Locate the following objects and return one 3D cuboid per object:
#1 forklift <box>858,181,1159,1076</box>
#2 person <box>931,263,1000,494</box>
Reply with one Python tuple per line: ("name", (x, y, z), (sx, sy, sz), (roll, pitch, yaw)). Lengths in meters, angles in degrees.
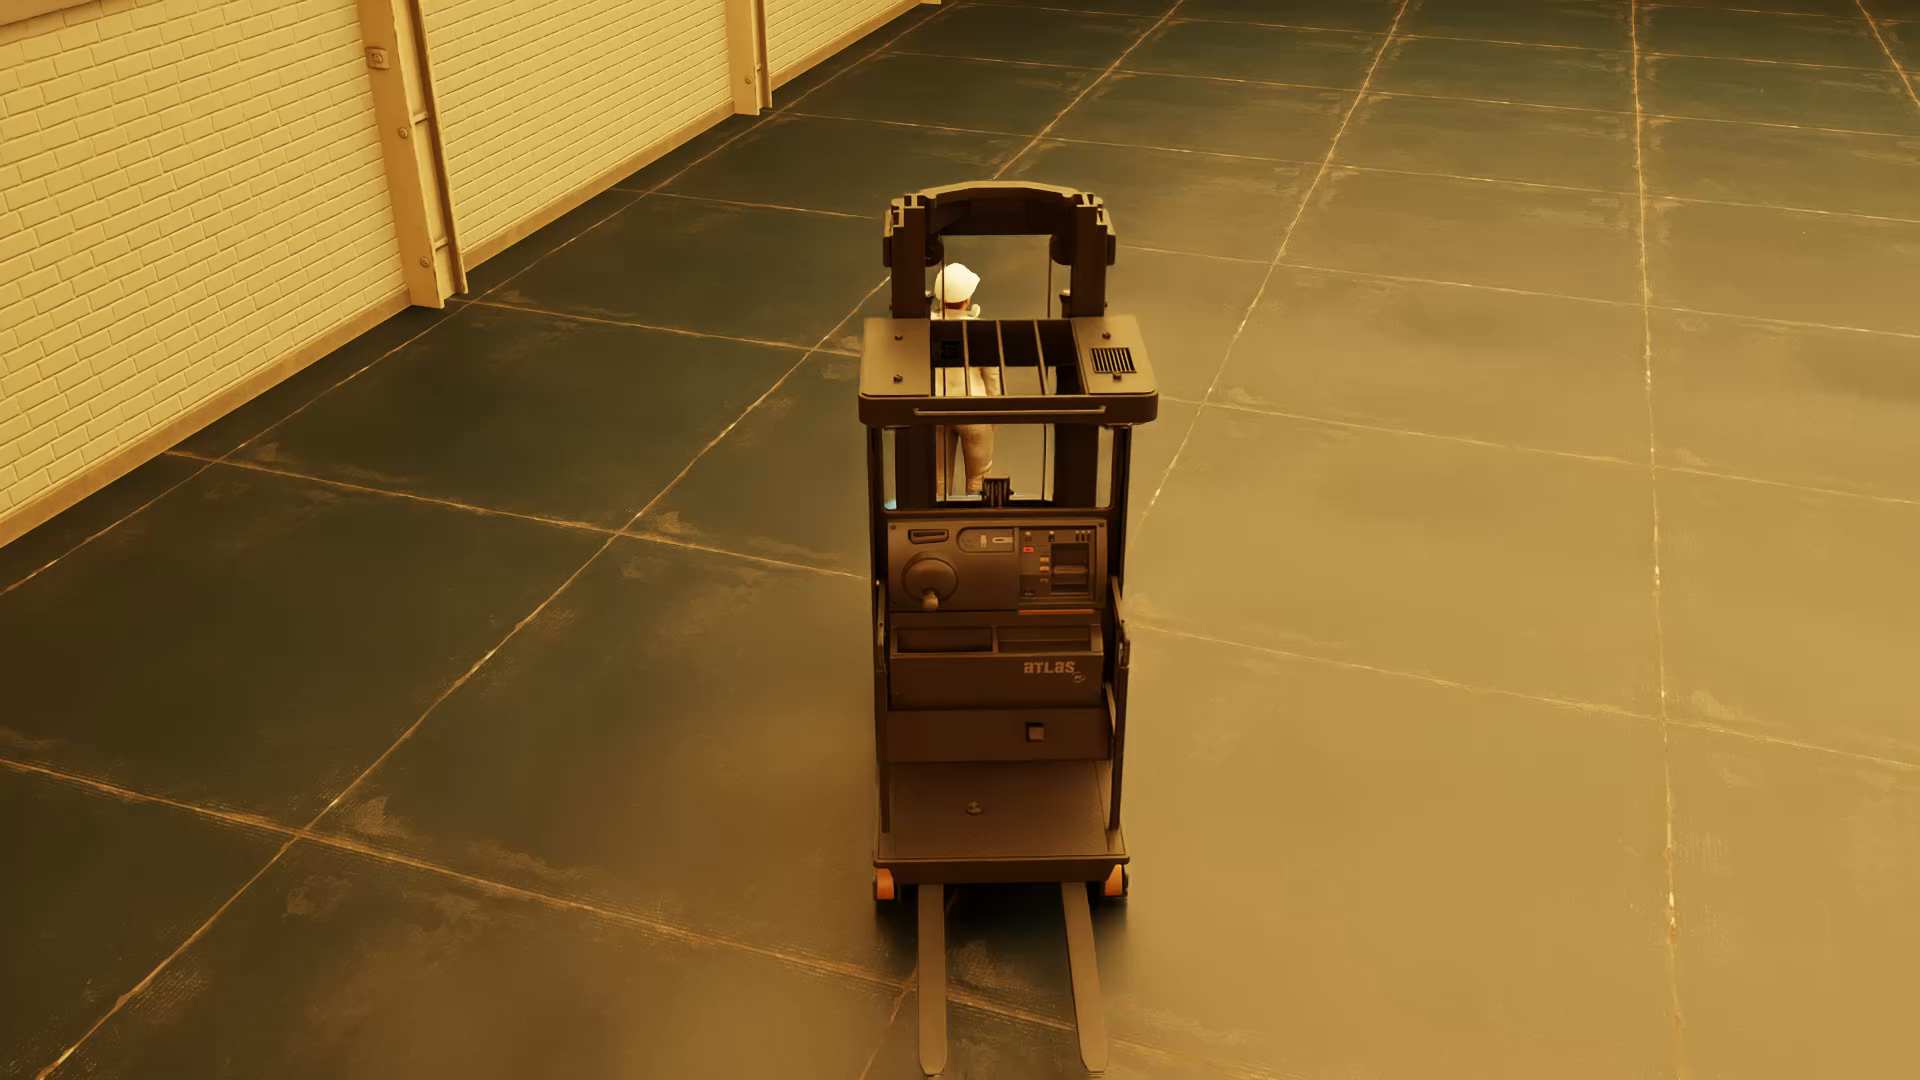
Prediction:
("forklift", (0.166, 0.150, 6.873), (1.130, 2.935, 3.031), (-1, 30, -1))
("person", (-0.009, -0.771, 9.660), (0.525, 1.775, 0.372), (10, 31, 16))
